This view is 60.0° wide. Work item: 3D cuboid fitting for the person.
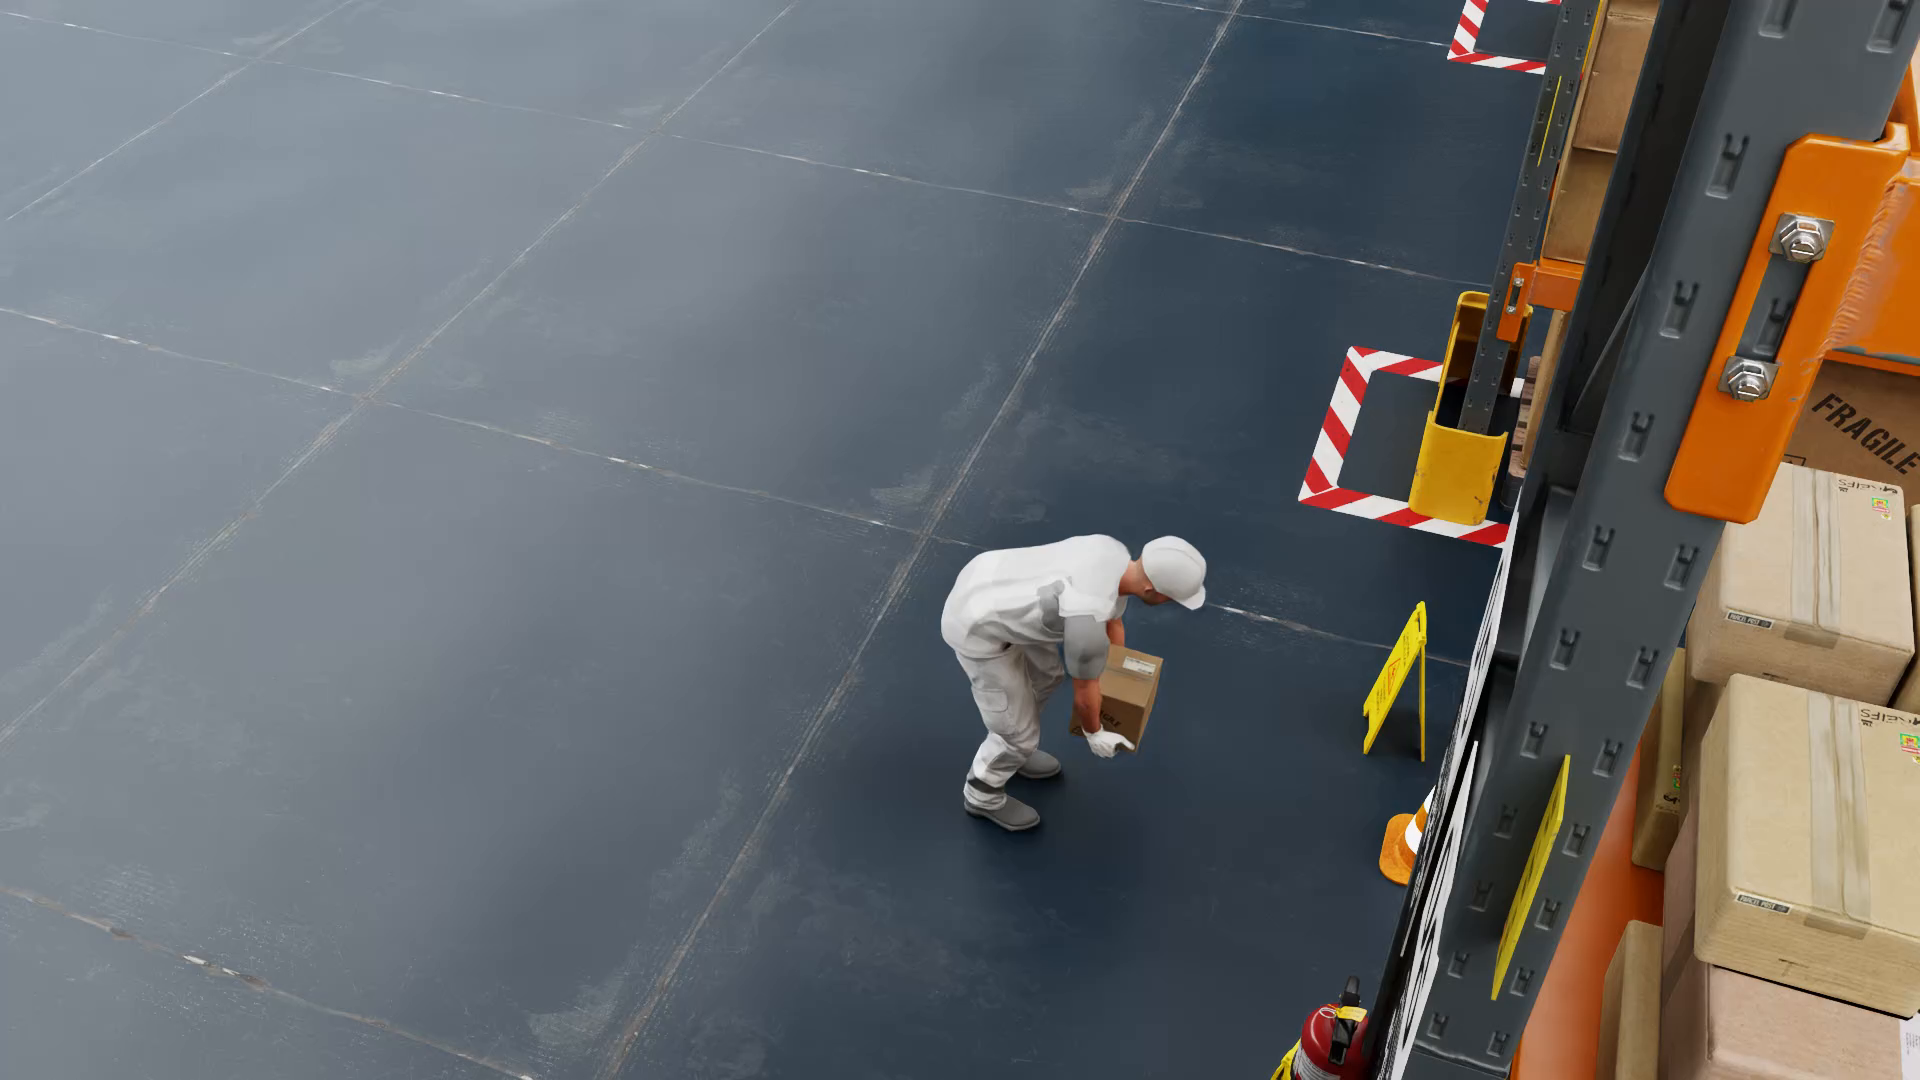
[{"bbox_3d":[0.380,0.475,5.895,0.888,1.392,0.498,12,43,14],"label":"person"}]
